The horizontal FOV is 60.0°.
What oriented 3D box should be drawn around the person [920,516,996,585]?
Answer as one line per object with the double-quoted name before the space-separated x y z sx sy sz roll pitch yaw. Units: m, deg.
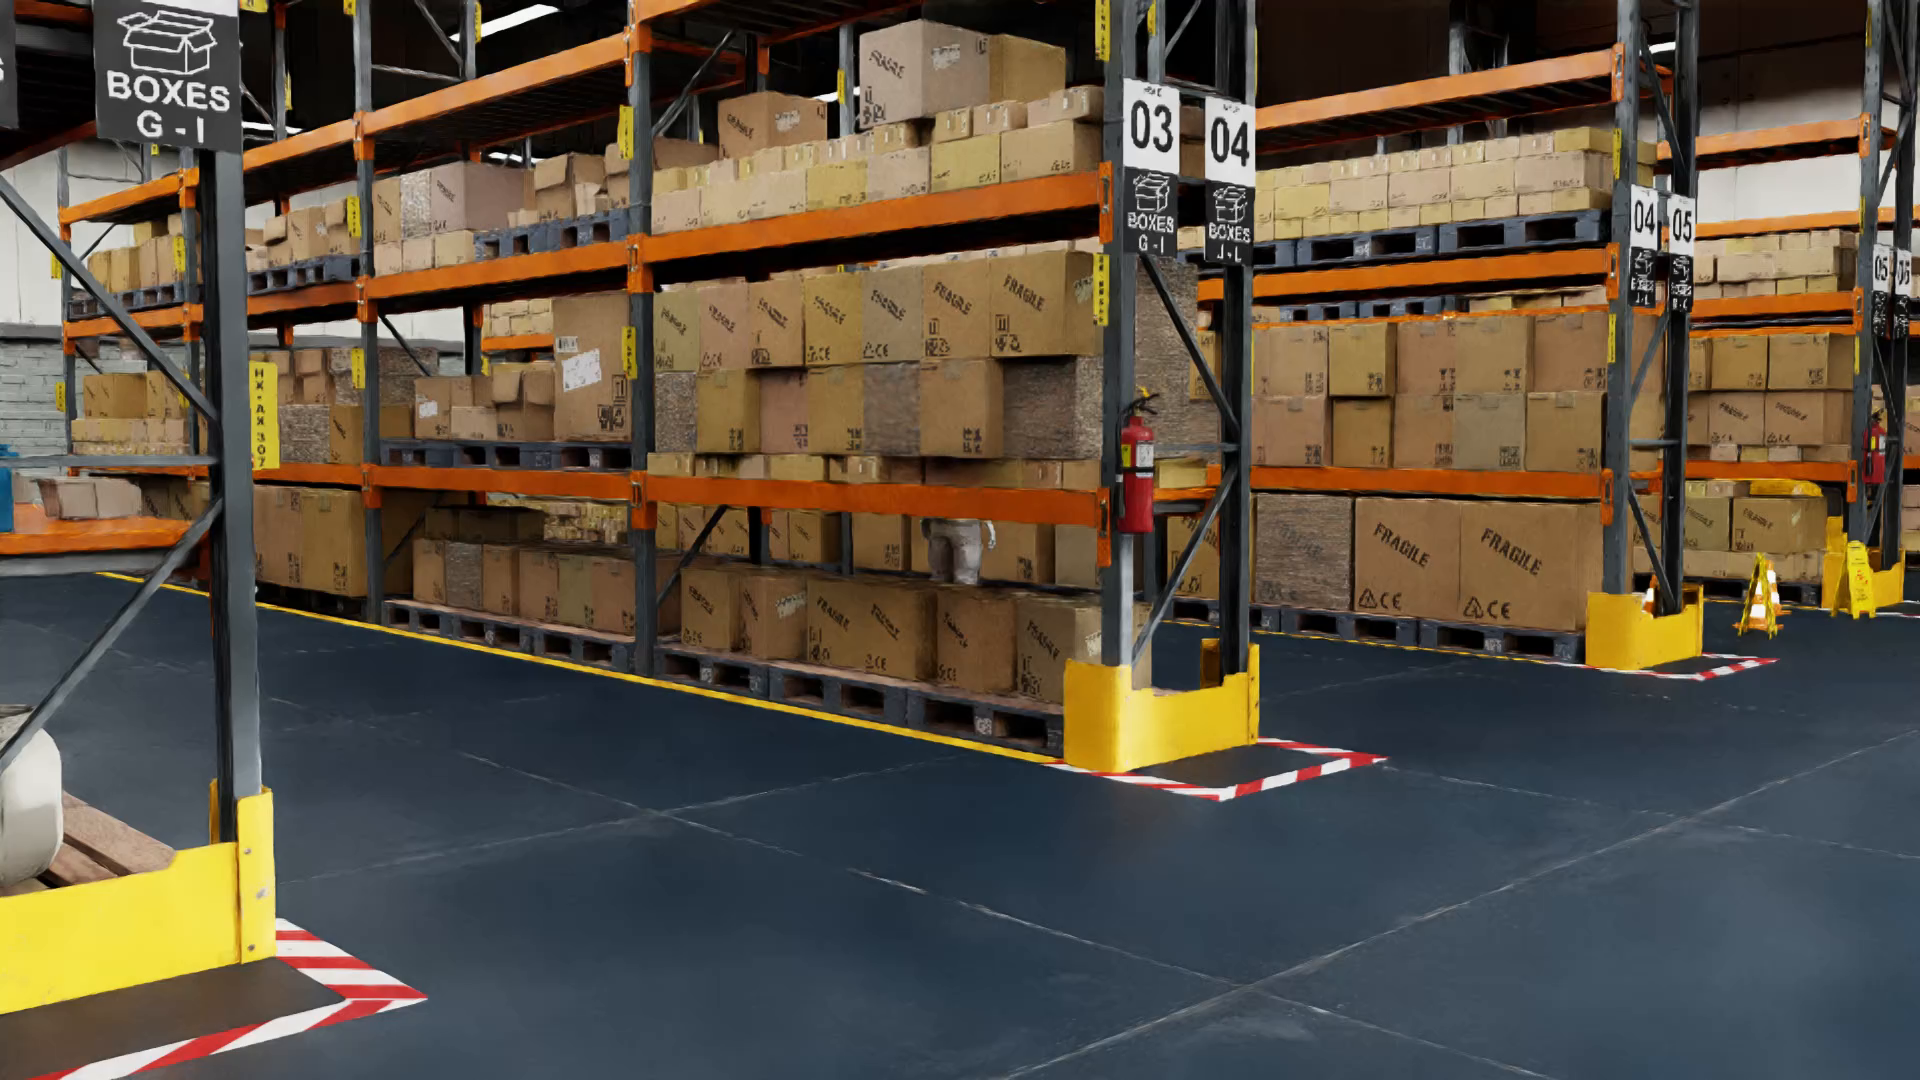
"person" -0.027 -0.113 11.699 0.668 1.800 0.393 3 5 36
